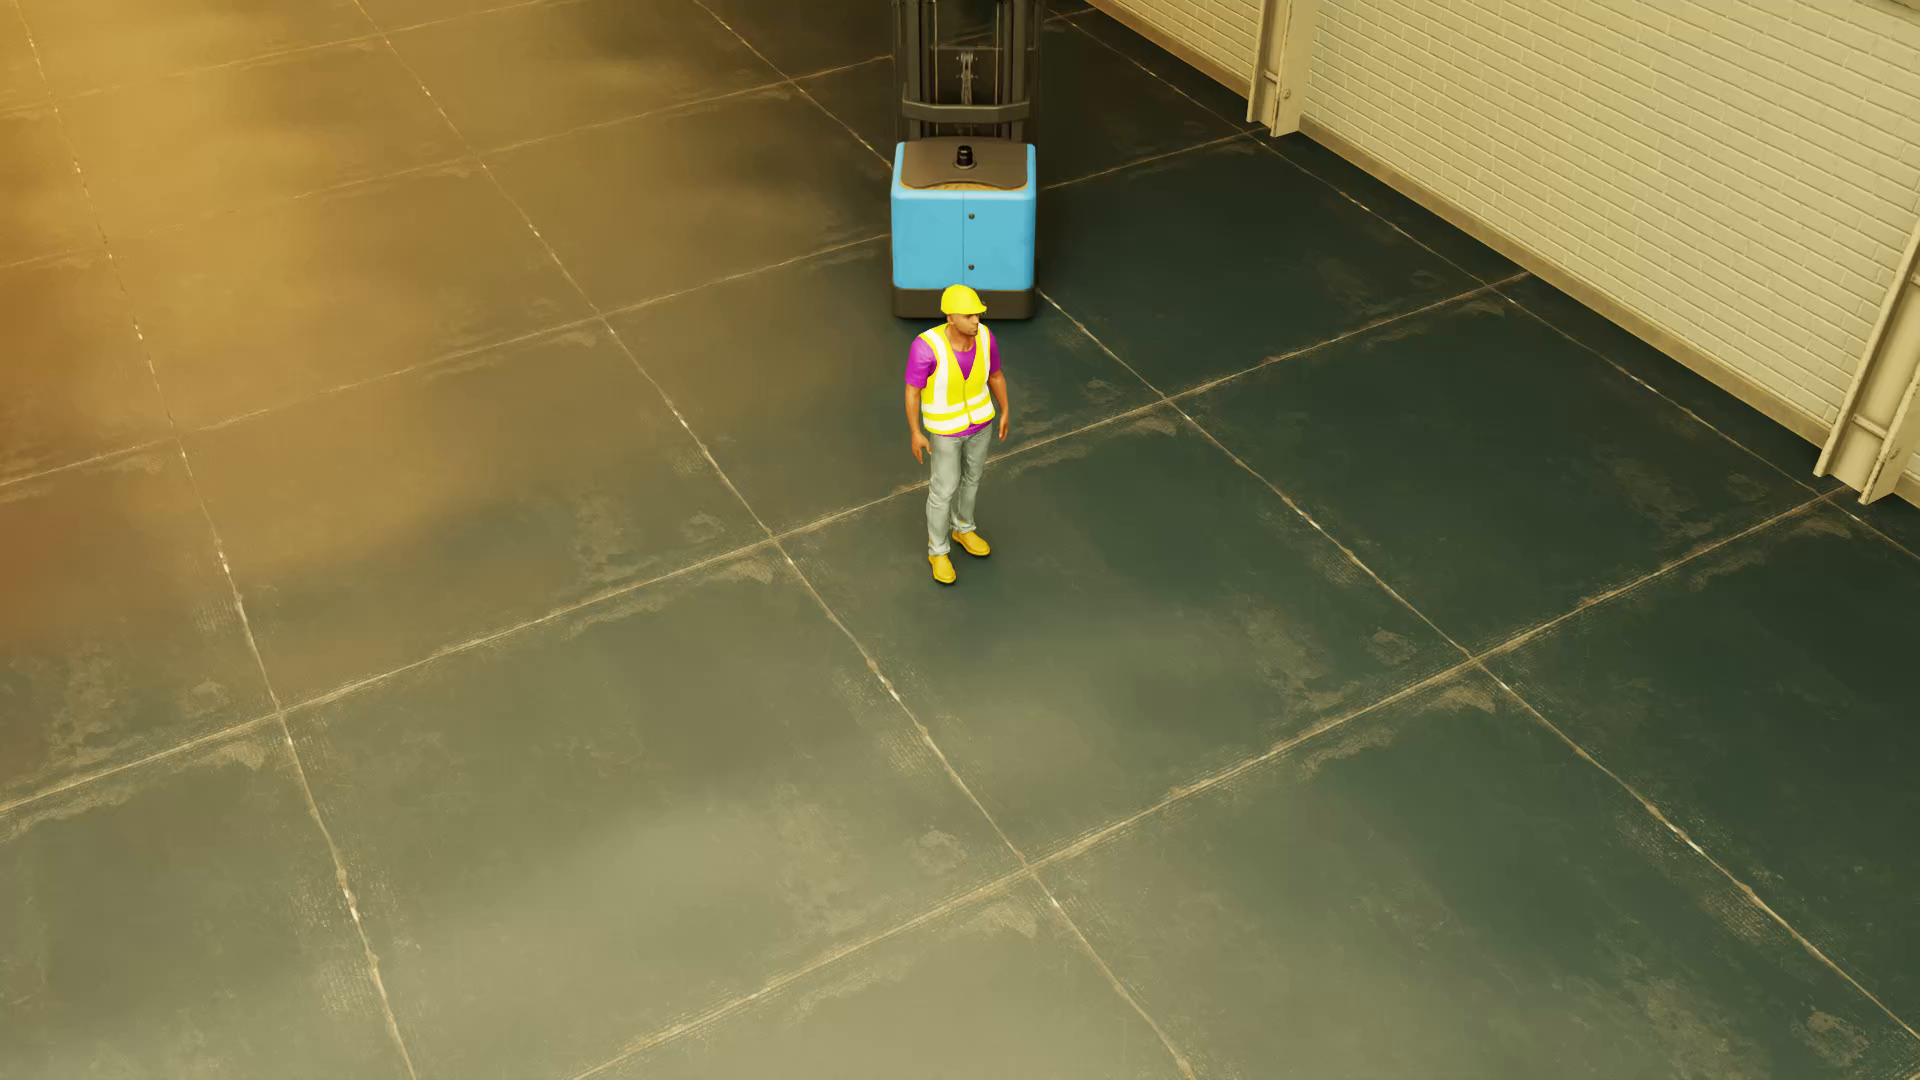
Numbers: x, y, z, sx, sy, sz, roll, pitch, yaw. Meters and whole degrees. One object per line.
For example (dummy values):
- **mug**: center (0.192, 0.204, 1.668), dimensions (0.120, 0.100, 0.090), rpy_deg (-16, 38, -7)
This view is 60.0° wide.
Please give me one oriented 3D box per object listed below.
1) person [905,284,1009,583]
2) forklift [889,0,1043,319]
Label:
- **person**: center (0.030, -0.645, 9.715), dimensions (0.666, 1.765, 0.577), rpy_deg (-20, 44, -23)
- **forklift**: center (0.062, -3.662, 12.451), dimensions (1.130, 2.935, 3.031), rpy_deg (1, 40, 1)
